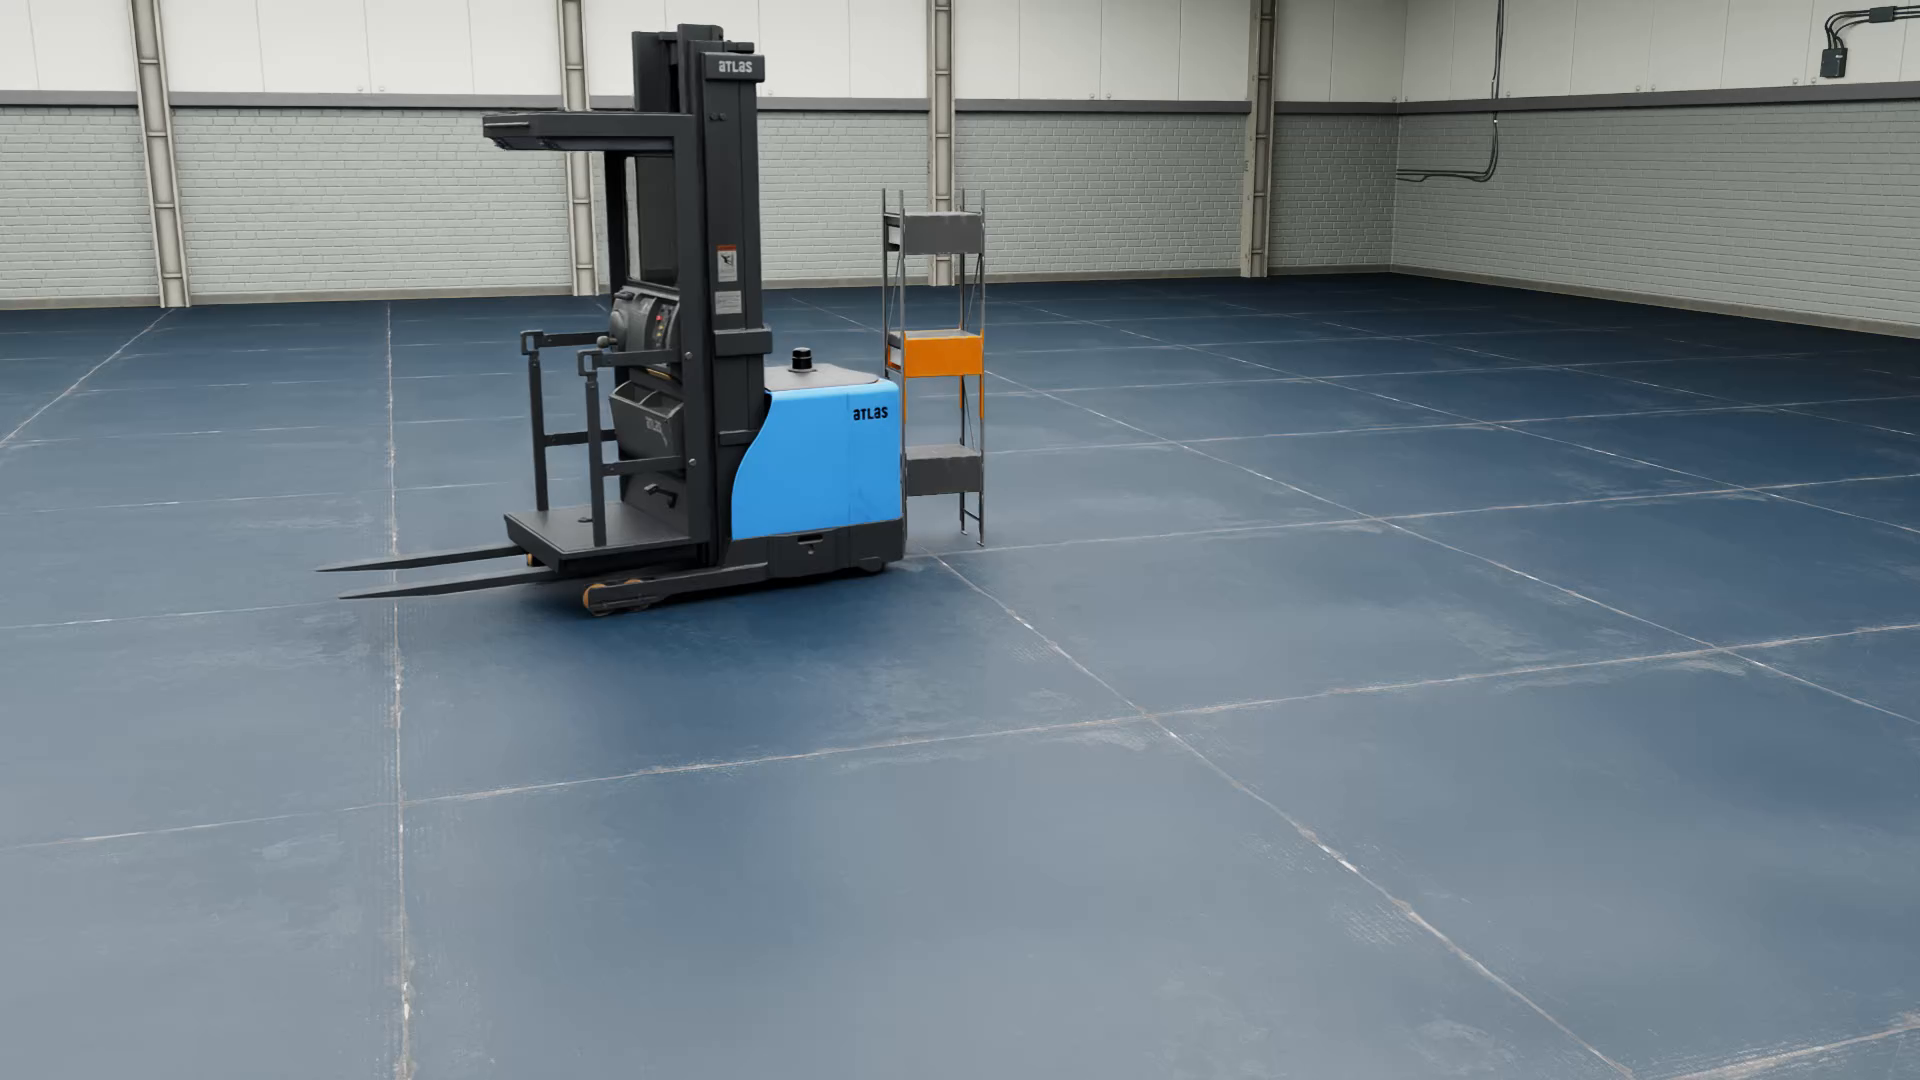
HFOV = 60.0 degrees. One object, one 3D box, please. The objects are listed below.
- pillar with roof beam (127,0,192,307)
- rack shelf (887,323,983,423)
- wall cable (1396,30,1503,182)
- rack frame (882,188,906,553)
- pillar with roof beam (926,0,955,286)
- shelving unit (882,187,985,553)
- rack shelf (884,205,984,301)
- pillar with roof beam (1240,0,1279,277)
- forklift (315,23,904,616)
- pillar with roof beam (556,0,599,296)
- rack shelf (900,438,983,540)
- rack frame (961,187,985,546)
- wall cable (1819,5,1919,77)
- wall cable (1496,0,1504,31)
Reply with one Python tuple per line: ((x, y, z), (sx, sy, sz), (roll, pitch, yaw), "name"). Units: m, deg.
((-10.322, -6.925, 19.808), (0.400, 9.000, 9.100), (-4, 14, -18), "pillar with roof beam")
((-0.157, -0.996, 9.852), (0.480, 0.518, 0.431), (-4, 14, -18), "rack shelf")
((8.579, -7.614, 29.417), (0.112, 2.526, 3.097), (-4, 14, -18), "wall cable")
((-0.388, -0.991, 9.773), (0.015, 2.100, 0.400), (-4, 14, -18), "rack frame")
((1.052, -7.810, 23.531), (0.400, 9.000, 9.100), (-4, 14, -18), "pillar with roof beam")
((-0.157, -1.009, 9.848), (0.503, 2.100, 0.431), (-4, 14, -18), "shelving unit")
((-0.157, -1.677, 9.690), (0.480, 0.518, 0.431), (-4, 14, -18), "rack shelf")
((6.738, -8.253, 25.393), (0.400, 9.000, 9.100), (-4, 14, -18), "pillar with roof beam")
((-1.852, -1.175, 8.747), (3.031, 2.935, 1.130), (-8, 15, -29), "forklift")
((-4.635, -7.367, 21.670), (0.400, 9.000, 9.100), (-4, 14, -18), "pillar with roof beam")
((-0.157, -0.315, 10.014), (0.480, 0.518, 0.431), (-4, 14, -18), "rack shelf")
((0.074, -1.027, 9.924), (0.015, 2.100, 0.400), (-4, 14, -18), "rack frame")
((11.592, -8.696, 19.905), (0.169, 6.003, 2.305), (-4, 14, -18), "wall cable")
((9.442, -9.478, 26.338), (0.112, 2.526, 3.097), (-4, 14, -18), "wall cable")
